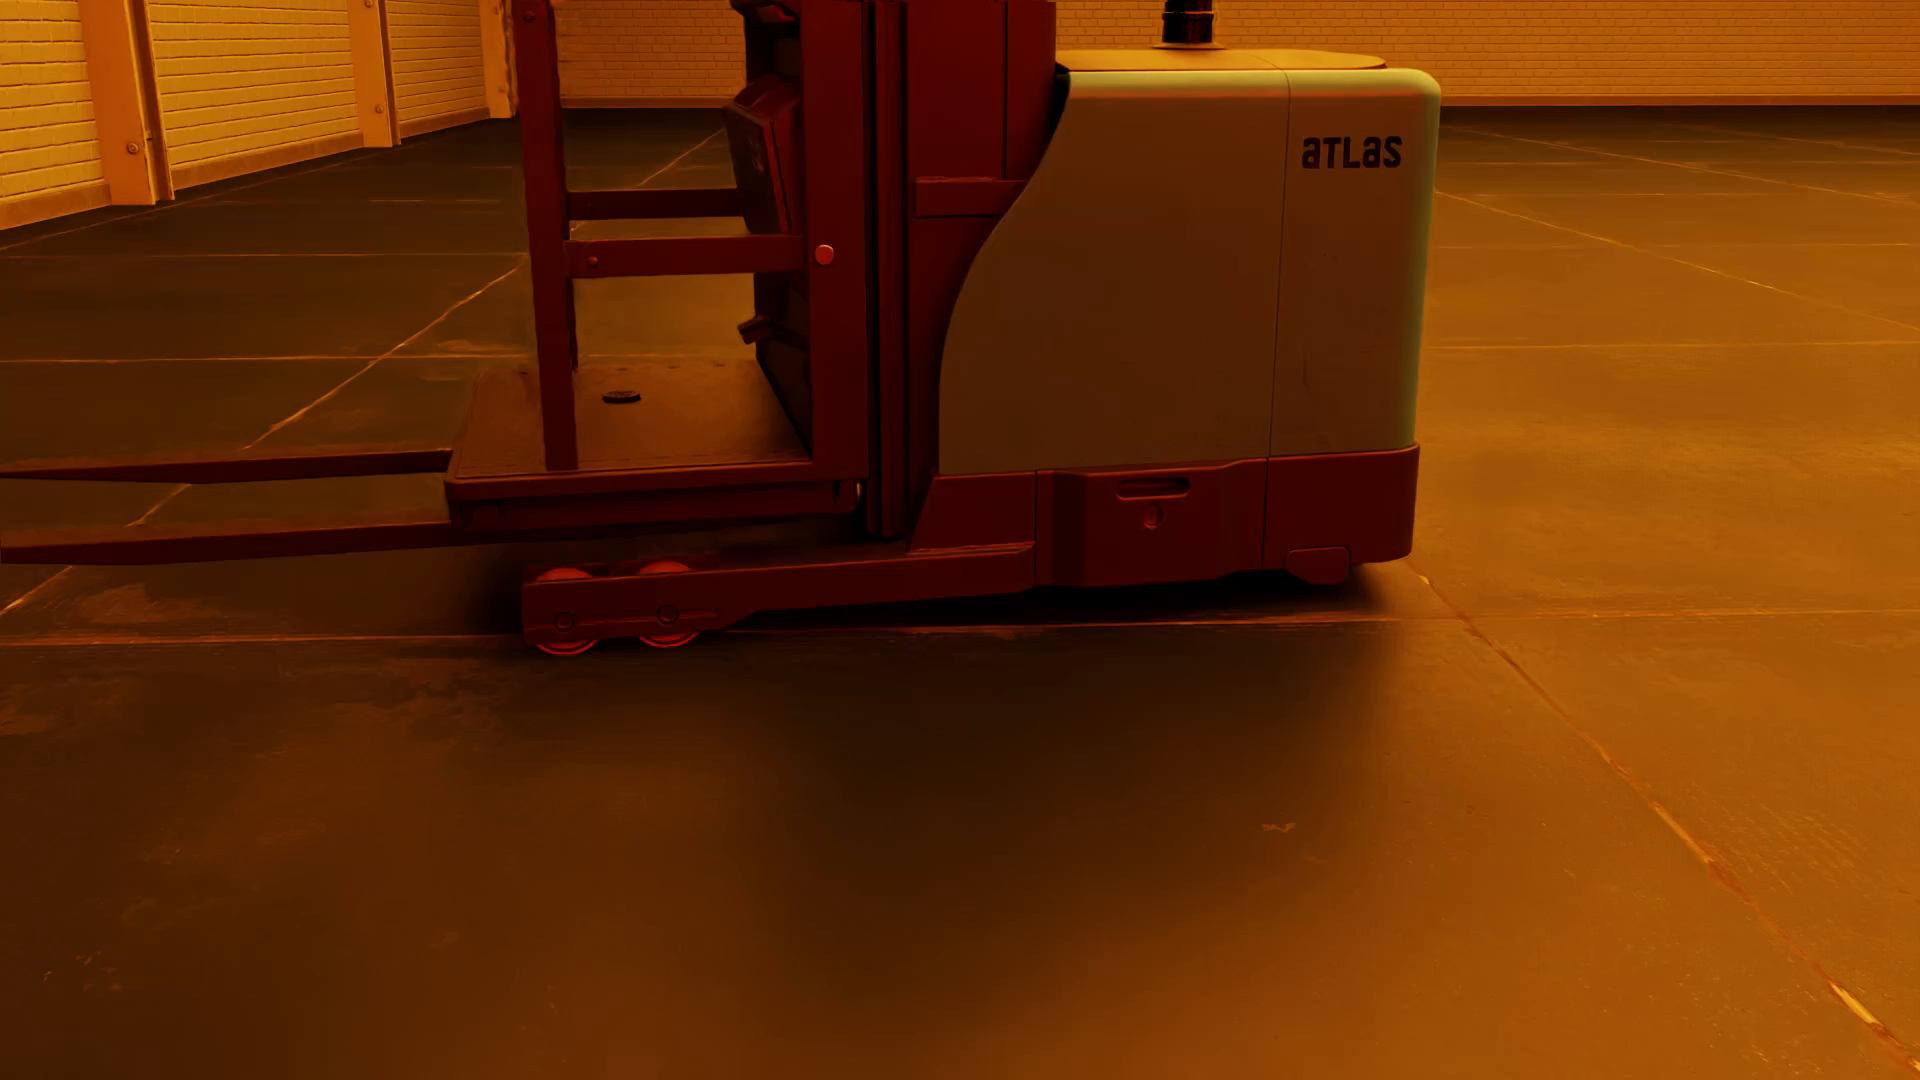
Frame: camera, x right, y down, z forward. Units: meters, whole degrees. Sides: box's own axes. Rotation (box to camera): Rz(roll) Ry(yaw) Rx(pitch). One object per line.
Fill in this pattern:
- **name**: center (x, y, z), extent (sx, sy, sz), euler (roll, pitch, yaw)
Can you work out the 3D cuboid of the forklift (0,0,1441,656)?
- **forklift**: center (-0.594, -1.348, 3.315), extent (3.031, 2.935, 1.130), euler (-4, 17, -12)
